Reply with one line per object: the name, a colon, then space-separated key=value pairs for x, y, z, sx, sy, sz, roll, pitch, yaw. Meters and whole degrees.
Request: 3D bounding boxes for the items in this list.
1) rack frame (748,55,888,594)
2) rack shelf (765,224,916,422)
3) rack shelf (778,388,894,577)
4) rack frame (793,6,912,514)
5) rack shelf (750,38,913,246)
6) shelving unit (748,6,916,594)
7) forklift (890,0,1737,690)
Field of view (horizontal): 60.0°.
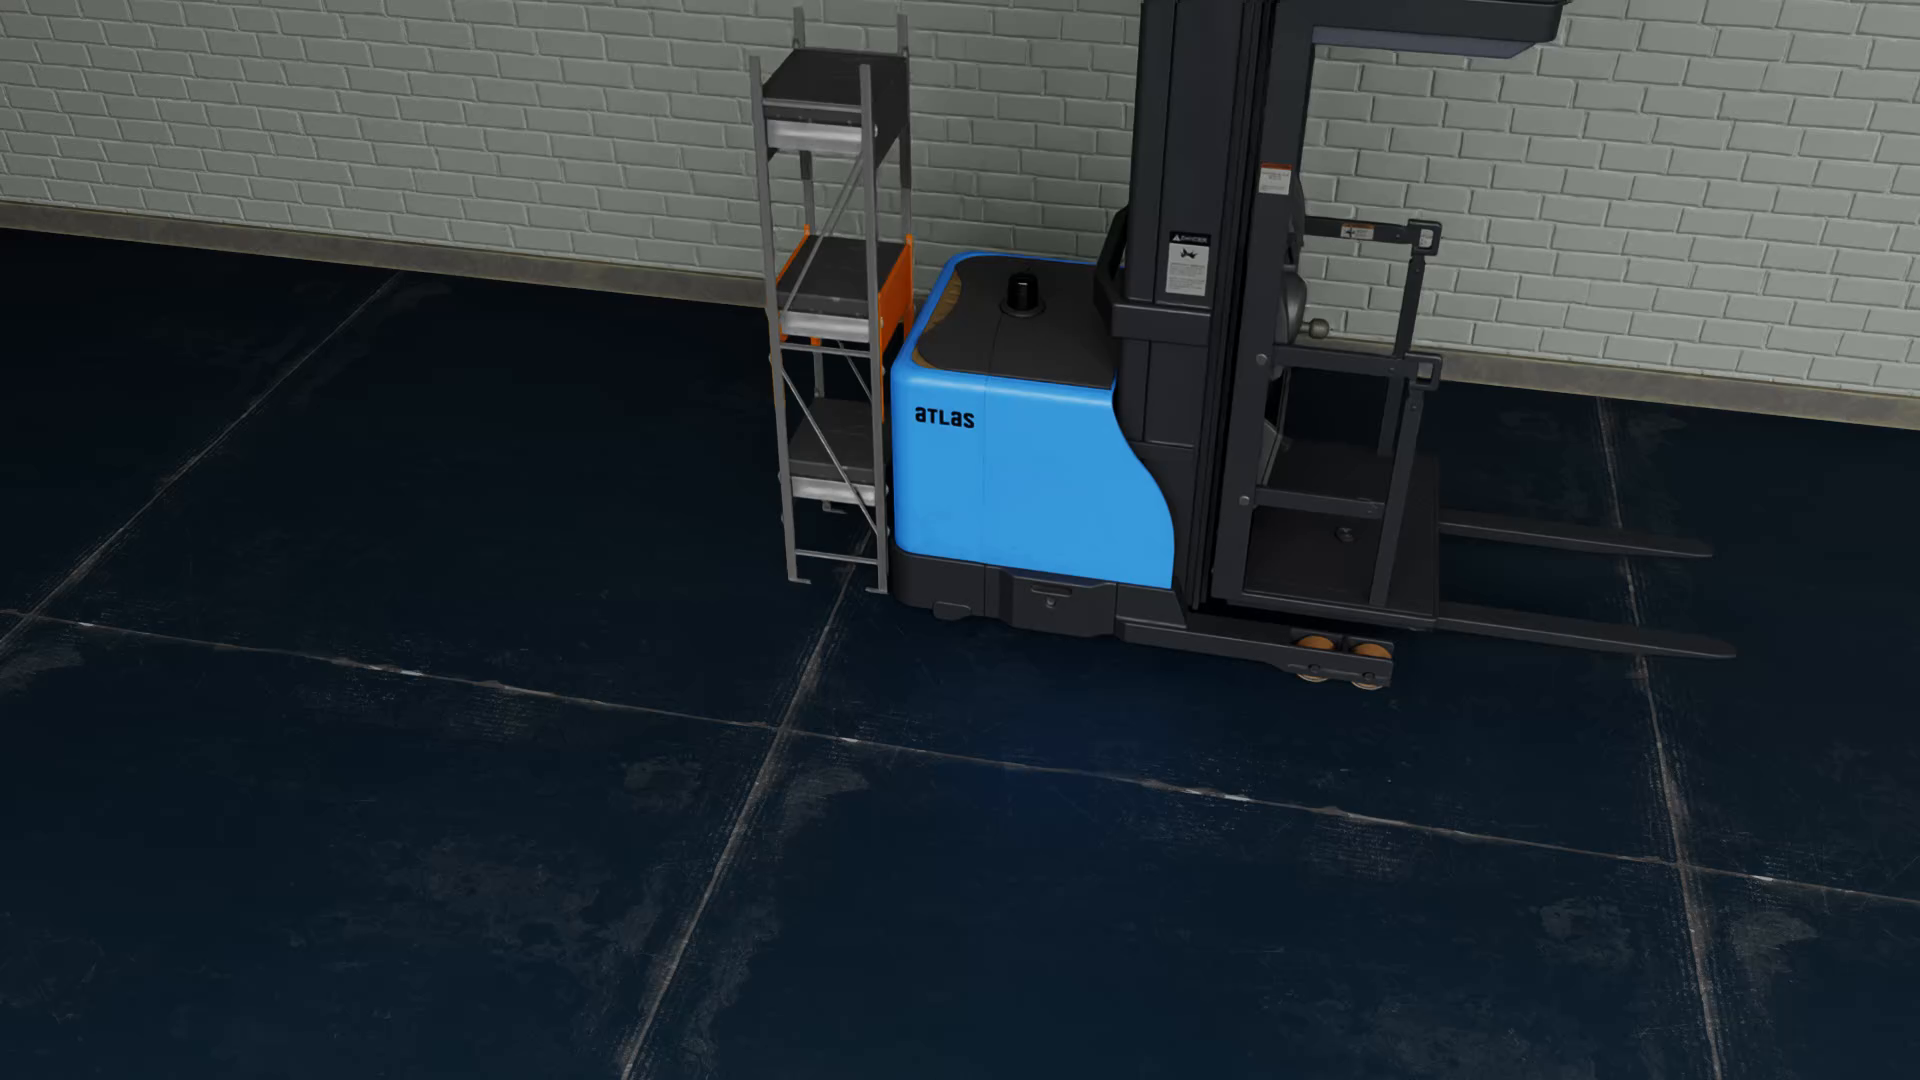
rack frame: x=-0.477 y=-0.668 z=5.883 sx=0.400 sy=2.100 sz=0.015 roll=7 pitch=37 yaw=10
rack shelf: x=-0.426 y=-0.797 z=6.084 sx=0.431 sy=0.518 sz=0.480 roll=7 pitch=37 yaw=10
rack shelf: x=-0.426 y=-0.230 z=6.494 sx=0.431 sy=0.518 sz=0.480 roll=7 pitch=37 yaw=10
rack frame: x=-0.374 y=-0.948 z=6.269 sx=0.400 sy=2.100 sz=0.015 roll=7 pitch=37 yaw=10
rack shelf: x=-0.426 y=-1.364 z=5.673 sx=0.431 sy=0.518 sz=0.480 roll=7 pitch=37 yaw=10
shelving unit: x=-0.426 y=-0.808 z=6.076 sx=0.431 sy=2.100 sz=0.503 roll=7 pitch=37 yaw=10
forklift: x=1.314 y=-0.990 z=5.619 sx=3.031 sy=2.935 sz=1.130 roll=8 pitch=37 yaw=10
